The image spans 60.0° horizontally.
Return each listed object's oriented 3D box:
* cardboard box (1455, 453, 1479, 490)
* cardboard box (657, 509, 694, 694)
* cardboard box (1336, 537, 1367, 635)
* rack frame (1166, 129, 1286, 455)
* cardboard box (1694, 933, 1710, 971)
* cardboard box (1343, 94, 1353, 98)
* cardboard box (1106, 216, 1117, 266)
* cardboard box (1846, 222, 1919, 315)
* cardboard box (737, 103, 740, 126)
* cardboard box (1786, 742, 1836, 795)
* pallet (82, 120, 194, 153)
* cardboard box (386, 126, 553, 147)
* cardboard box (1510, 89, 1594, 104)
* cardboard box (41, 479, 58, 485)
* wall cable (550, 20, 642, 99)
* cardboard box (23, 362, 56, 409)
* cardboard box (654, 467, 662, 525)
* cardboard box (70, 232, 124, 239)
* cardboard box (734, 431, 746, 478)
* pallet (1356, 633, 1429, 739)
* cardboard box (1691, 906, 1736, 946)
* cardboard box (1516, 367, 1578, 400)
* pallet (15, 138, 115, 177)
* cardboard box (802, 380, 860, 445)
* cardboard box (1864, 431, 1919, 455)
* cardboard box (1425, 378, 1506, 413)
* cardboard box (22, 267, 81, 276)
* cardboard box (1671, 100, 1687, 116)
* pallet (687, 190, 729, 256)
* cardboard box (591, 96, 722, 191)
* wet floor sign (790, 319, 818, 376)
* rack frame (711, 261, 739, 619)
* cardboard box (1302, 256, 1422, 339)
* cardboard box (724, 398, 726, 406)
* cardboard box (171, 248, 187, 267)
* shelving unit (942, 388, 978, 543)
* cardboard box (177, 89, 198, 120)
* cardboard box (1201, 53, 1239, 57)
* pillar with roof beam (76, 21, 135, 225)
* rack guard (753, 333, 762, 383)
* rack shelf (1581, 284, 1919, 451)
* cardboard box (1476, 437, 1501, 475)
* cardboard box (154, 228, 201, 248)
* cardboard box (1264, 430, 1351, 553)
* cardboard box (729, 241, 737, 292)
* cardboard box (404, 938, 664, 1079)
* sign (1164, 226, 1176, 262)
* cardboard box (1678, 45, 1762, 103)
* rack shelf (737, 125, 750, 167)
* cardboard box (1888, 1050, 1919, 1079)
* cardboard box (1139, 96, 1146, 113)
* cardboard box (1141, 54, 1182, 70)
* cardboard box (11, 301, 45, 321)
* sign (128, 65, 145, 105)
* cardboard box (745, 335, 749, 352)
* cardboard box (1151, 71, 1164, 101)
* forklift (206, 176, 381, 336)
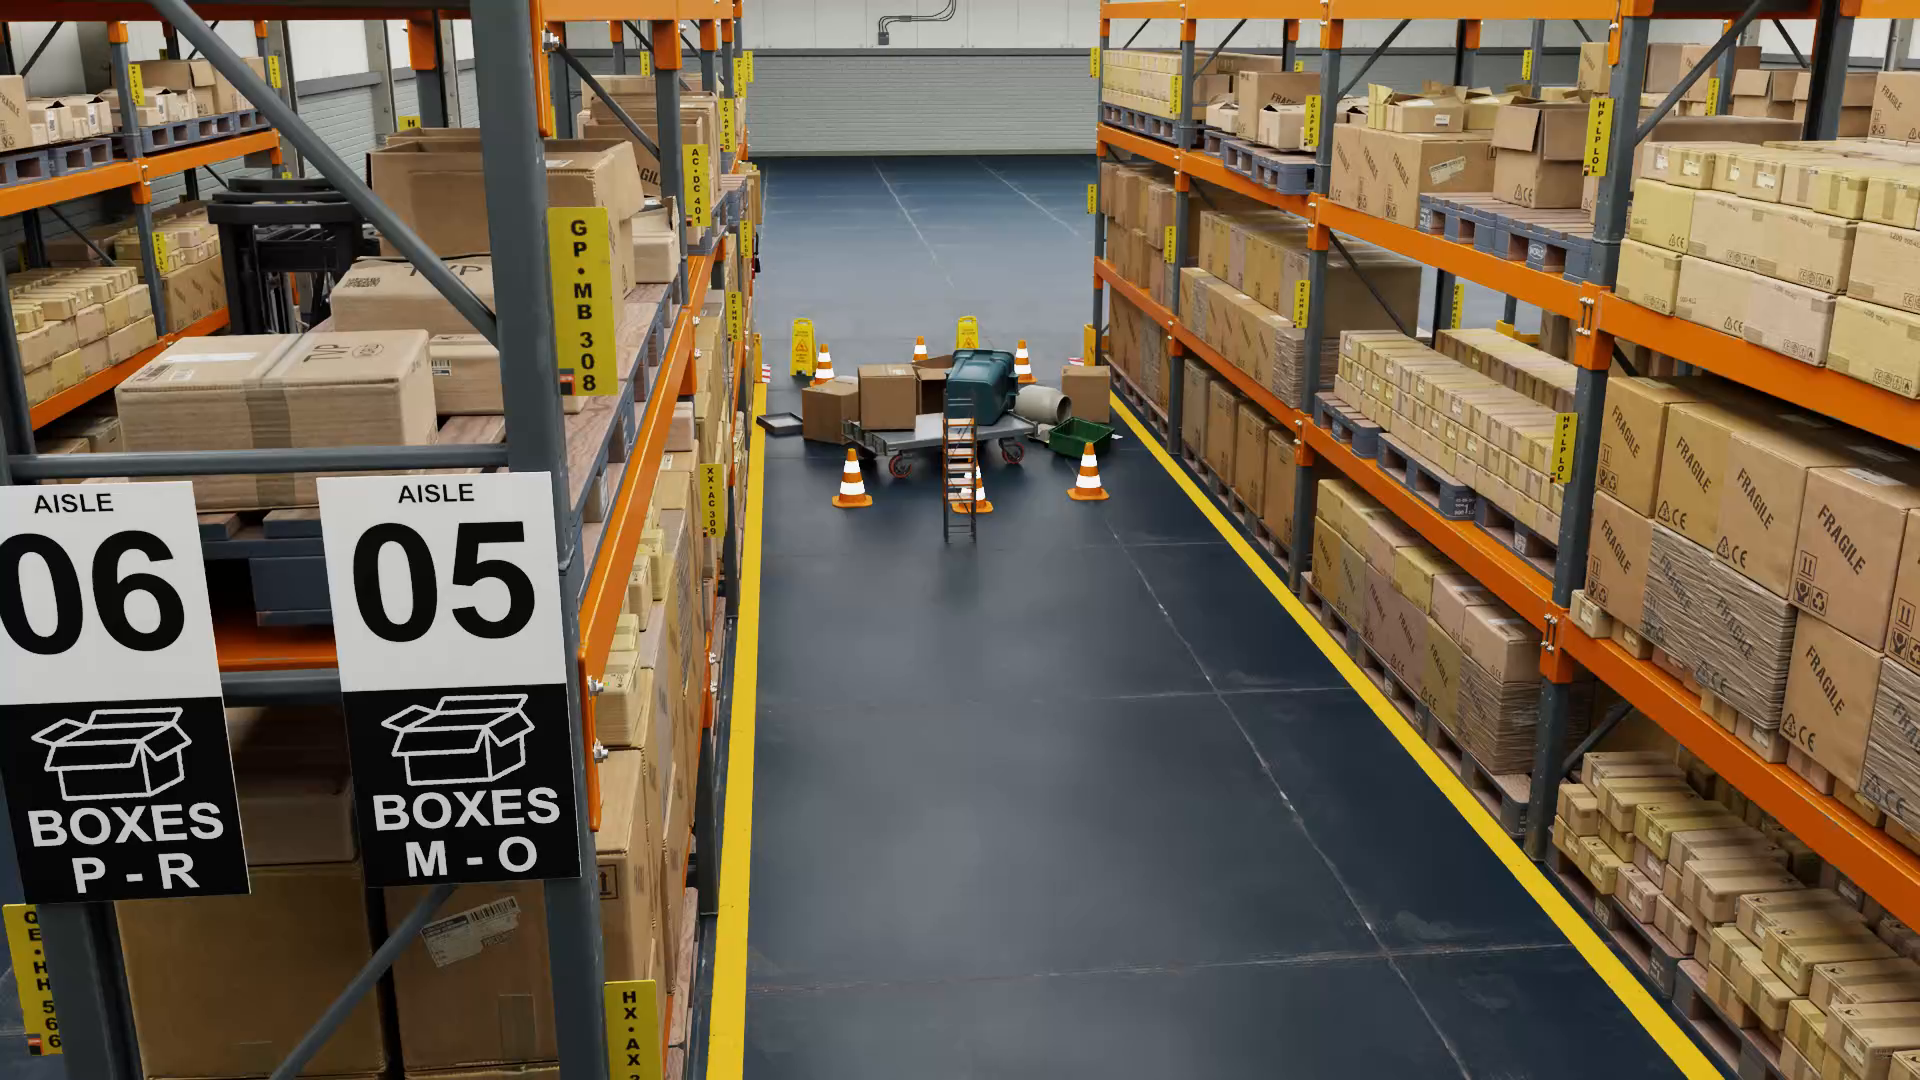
[{"bbox_3d":[2.948,-0.385,9.114,0.380,0.149,0.250,-3,18,-8],"label":"cardboard box"},{"bbox_3d":[-1.187,0.210,5.664,0.500,0.500,0.500,-2,17,-5],"label":"cardboard box"},{"bbox_3d":[2.759,0.286,10.732,0.500,0.500,0.500,-2,17,-5],"label":"cardboard box"},{"bbox_3d":[2.472,-2.267,15.389,1.000,3.000,0.127,-2,18,-6],"label":"rack frame"},{"bbox_3d":[3.258,1.700,6.813,0.380,0.149,0.250,-3,18,-8],"label":"cardboard box"},{"bbox_3d":[2.871,-3.388,13.234,0.500,0.311,0.500,-2,18,-8],"label":"cardboard box"},{"bbox_3d":[2.143,-3.421,18.815,0.875,0.550,0.550,-2,18,-6],"label":"cardboard box"},{"bbox_3d":[3.264,-0.875,5.363,0.500,0.250,0.500,-3,18,-8],"label":"cardboard box"},{"bbox_3d":[-2.277,-3.878,15.268,0.500,0.250,0.500,-2,18,-6],"label":"cardboard box"},{"bbox_3d":[3.259,0.800,6.039,0.380,0.149,0.250,-1,17,-4],"label":"cardboard box"},{"bbox_3d":[-7.492,-3.571,14.685,1.003,0.211,1.213,-2,18,-6],"label":"pallet"},{"bbox_3d":[-1.765,-1.245,6.093,0.500,0.500,0.500,-1,17,-5],"label":"cardboard box"},{"bbox_3d":[3.338,-2.424,9.437,0.396,0.266,0.258,-2,18,-6],"label":"cardboard box"},{"bbox_3d":[-7.092,-0.186,12.024,0.875,0.625,0.625,-1,17,-4],"label":"cardboard box"},{"bbox_3d":[-10.698,-14.123,48.323,3.097,2.526,0.112,-2,18,-6],"label":"wall cable"},{"bbox_3d":[-6.875,-1.109,11.952,0.500,0.250,0.500,-2,18,-7],"label":"cardboard box"},{"bbox_3d":[-1.227,-0.148,5.720,0.380,0.149,0.250,-2,18,-6],"label":"cardboard box"},{"bbox_3d":[-7.737,-2.669,14.923,0.380,0.149,0.250,-2,18,-6],"label":"cardboard box"},{"bbox_3d":[-2.307,-0.660,13.957,0.950,0.372,0.625,-1,17,-2],"label":"cardboard box"},{"bbox_3d":[3.086,0.851,10.114,1.003,0.211,1.213,-2,18,-6],"label":"pallet"},{"bbox_3d":[3.222,1.560,6.762,0.380,0.149,0.250,-1,17,-3],"label":"cardboard box"},{"bbox_3d":[3.522,-0.922,9.831,0.380,0.149,0.250,-1,17,-3],"label":"cardboard box"},{"bbox_3d":[-7.274,-3.007,13.058,0.805,0.209,1.217,-2,18,-8],"label":"pallet"},{"bbox_3d":[-1.199,-1.253,16.331,0.500,0.500,0.500,11,21,32],"label":"cardboard box"},{"bbox_3d":[3.712,-0.111,6.191,0.500,0.500,0.500,-1,17,-4],"label":"cardboard box"},{"bbox_3d":[2.898,-0.830,9.537,0.380,0.149,0.250,-2,18,-6],"label":"cardboard box"},{"bbox_3d":[-7.555,-2.175,13.847,0.380,0.149,0.250,-2,18,-7],"label":"cardboard box"},{"bbox_3d":[7.046,-4.182,16.067,0.380,0.149,0.250,-3,18,-8],"label":"cardboard box"},{"bbox_3d":[-1.791,-1.710,8.922,1.003,0.211,1.213,-1,17,-3],"label":"pallet"},{"bbox_3d":[-1.738,-2.282,9.562,0.700,0.500,0.500,-3,18,-8],"label":"cardboard box"},{"bbox_3d":[-1.809,-2.242,19.240,0.267,0.644,0.232,4,18,13],"label":"wet floor sign"},{"bbox_3d":[-2.029,-0.892,11.010,1.000,3.000,0.127,-2,18,-6],"label":"rack frame"},{"bbox_3d":[2.848,-1.734,11.855,0.700,0.500,0.500,-2,18,-6],"label":"cardboard box"},{"bbox_3d":[-1.670,-0.770,10.037,0.500,0.250,0.500,-2,18,-7],"label":"cardboard box"},{"bbox_3d":[-7.232,-2.543,15.021,0.380,0.149,0.250,-2,18,-6],"label":"cardboard box"},{"bbox_3d":[-0.002,-0.577,13.011,0.258,1.200,0.189,-2,18,-6],"label":"shelving unit"},{"bbox_3d":[-7.229,-3.996,15.246,0.396,0.266,0.258,-2,18,-7],"label":"cardboard box"},{"bbox_3d":[2.615,-4.779,16.603,0.380,0.149,0.250,-2,18,-6],"label":"cardboard box"},{"bbox_3d":[-4.333,-5.881,16.886,9.100,9.000,0.400,-2,18,-6],"label":"pillar with roof beam"},{"bbox_3d":[-2.846,-2.060,18.904,1.175,0.500,0.348,-2,18,-6],"label":"rack guard"},{"bbox_3d":[3.503,-0.375,5.558,1.077,0.370,4.000,-2,18,-6],"label":"rack shelf"},{"bbox_3d":[2.976,-0.452,8.830,0.380,0.149,0.250,-2,18,-7],"label":"cardboard box"},{"bbox_3d":[-7.192,-2.763,15.224,0.380,0.149,0.250,-1,17,-4],"label":"cardboard box"},{"bbox_3d":[2.911,-0.386,12.454,1.050,0.750,0.750,-2,18,-6],"label":"cardboard box"},{"bbox_3d":[-2.113,-2.195,13.798,0.500,0.500,0.500,-2,18,-5],"label":"cardboard box"},{"bbox_3d":[-0.968,1.292,3.887,0.500,0.500,0.500,-2,18,-6],"label":"cardboard box"},{"bbox_3d":[1.920,-2.700,15.192,0.100,0.325,0.005,-2,18,-6],"label":"sign"},{"bbox_3d":[7.116,-4.375,15.600,0.500,0.500,0.500,-2,18,-7],"label":"cardboard box"},{"bbox_3d":[-2.648,-3.767,16.363,1.077,0.370,4.000,-2,18,-6],"label":"rack shelf"},{"bbox_3d":[3.317,1.806,5.483,0.380,0.149,0.250,-2,18,-8],"label":"cardboard box"},{"bbox_3d":[1.983,-4.304,16.423,0.380,0.149,0.250,-2,18,-6],"label":"cardboard box"},{"bbox_3d":[1.988,-4.682,16.294,0.380,0.149,0.250,-2,18,-6],"label":"cardboard box"},{"bbox_3d":[-6.972,-1.657,12.199,0.380,0.149,0.250,-2,18,-6],"label":"cardboard box"},{"bbox_3d":[-6.840,-3.777,13.803,0.100,0.325,0.005,-2,18,-6],"label":"sign"},{"bbox_3d":[-2.187,-1.863,15.657,0.380,0.149,0.250,-2,17,-5],"label":"cardboard box"},{"bbox_3d":[2.114,-4.306,15.762,0.500,0.250,0.500,-2,18,-6],"label":"cardboard box"},{"bbox_3d":[-4.528,-1.158,11.972,1.130,2.935,3.031,-2,18,-5],"label":"forklift"}]
